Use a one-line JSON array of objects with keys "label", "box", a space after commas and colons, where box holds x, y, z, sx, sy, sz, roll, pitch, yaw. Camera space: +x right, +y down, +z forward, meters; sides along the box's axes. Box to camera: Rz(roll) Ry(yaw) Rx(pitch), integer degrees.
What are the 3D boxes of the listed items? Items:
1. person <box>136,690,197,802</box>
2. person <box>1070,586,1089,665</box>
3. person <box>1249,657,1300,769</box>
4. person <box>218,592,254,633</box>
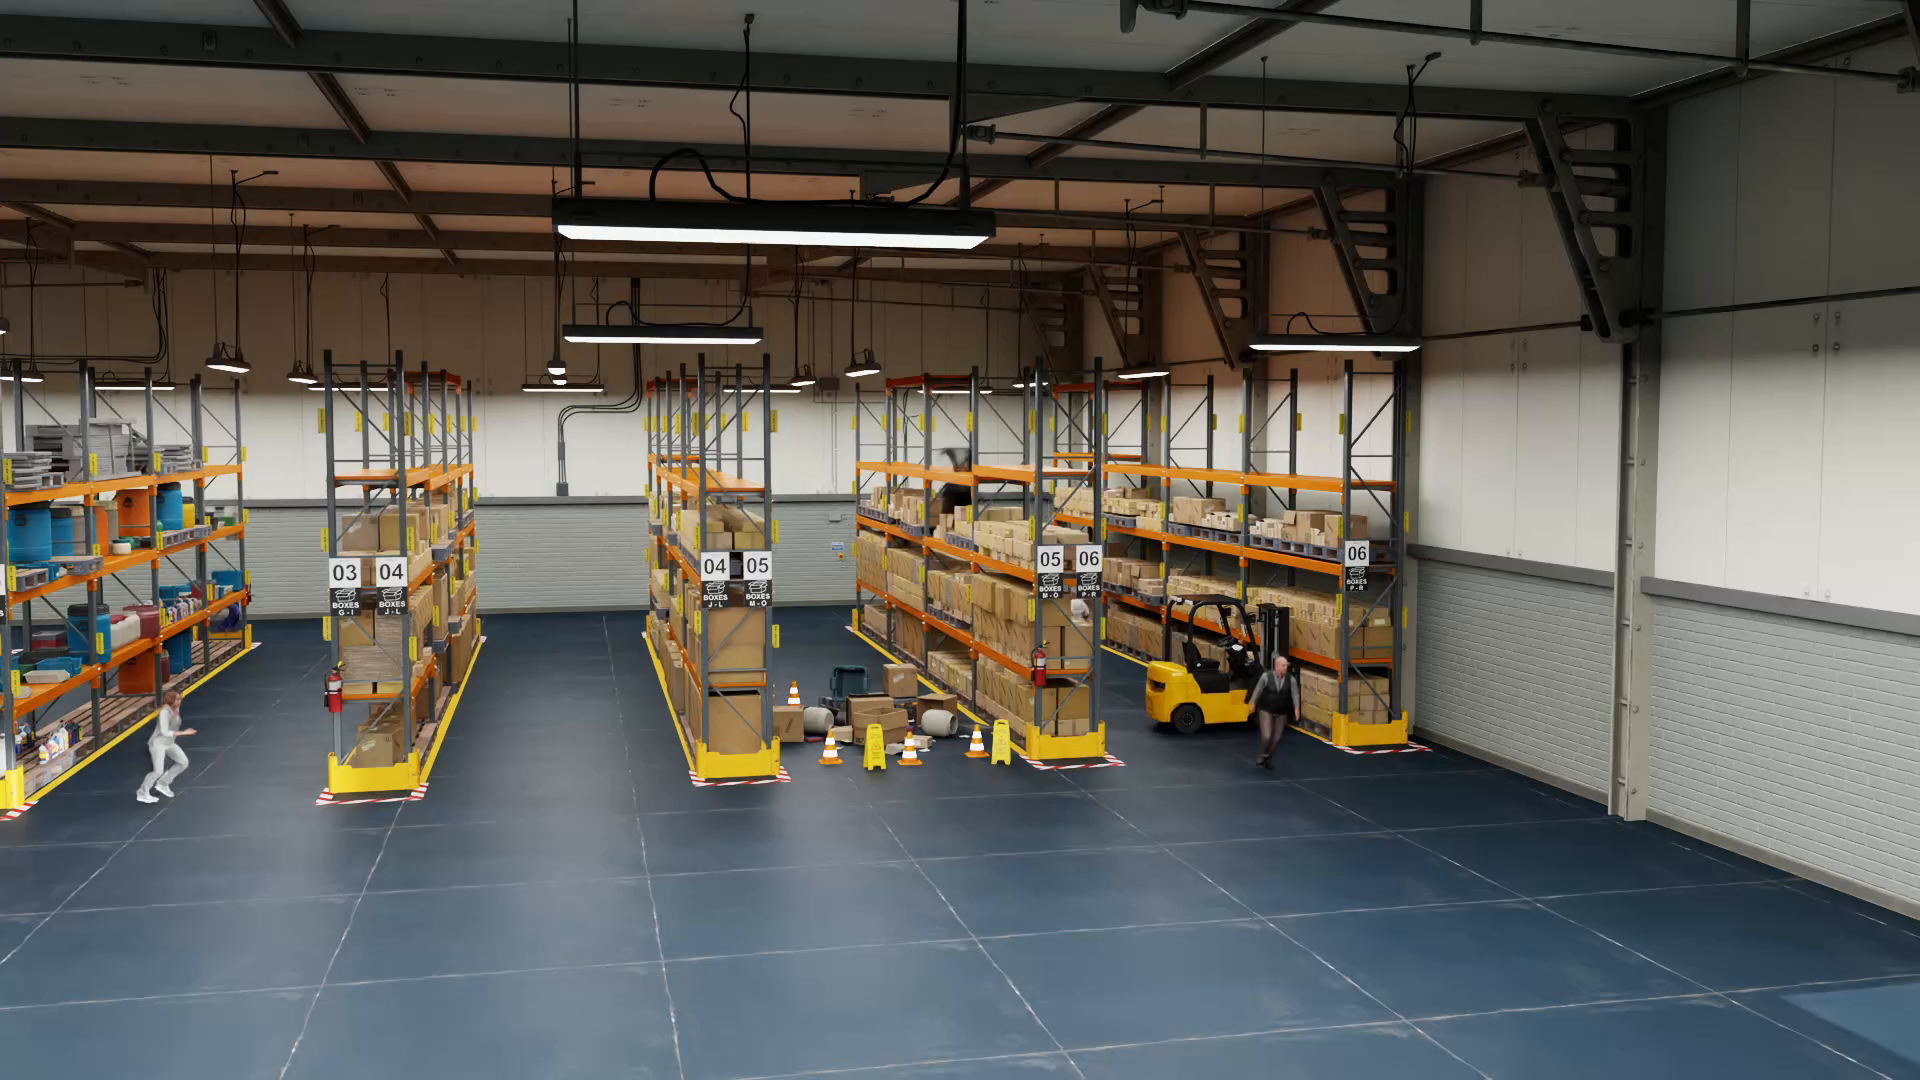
[{"label": "person", "box": [-10.486, 2.721, 21.984, 0.840, 1.503, 0.544, 0, 4, 3]}, {"label": "person", "box": [2.282, 1.796, 33.295, 0.662, 1.750, 0.926, -2, 4, -21]}, {"label": "person", "box": [4.558, 2.497, 23.965, 0.641, 1.673, 0.718, -1, 4, -8]}, {"label": "person", "box": [-17.296, 1.482, 39.681, 0.916, 1.528, 0.627, 1, 4, 10]}]
